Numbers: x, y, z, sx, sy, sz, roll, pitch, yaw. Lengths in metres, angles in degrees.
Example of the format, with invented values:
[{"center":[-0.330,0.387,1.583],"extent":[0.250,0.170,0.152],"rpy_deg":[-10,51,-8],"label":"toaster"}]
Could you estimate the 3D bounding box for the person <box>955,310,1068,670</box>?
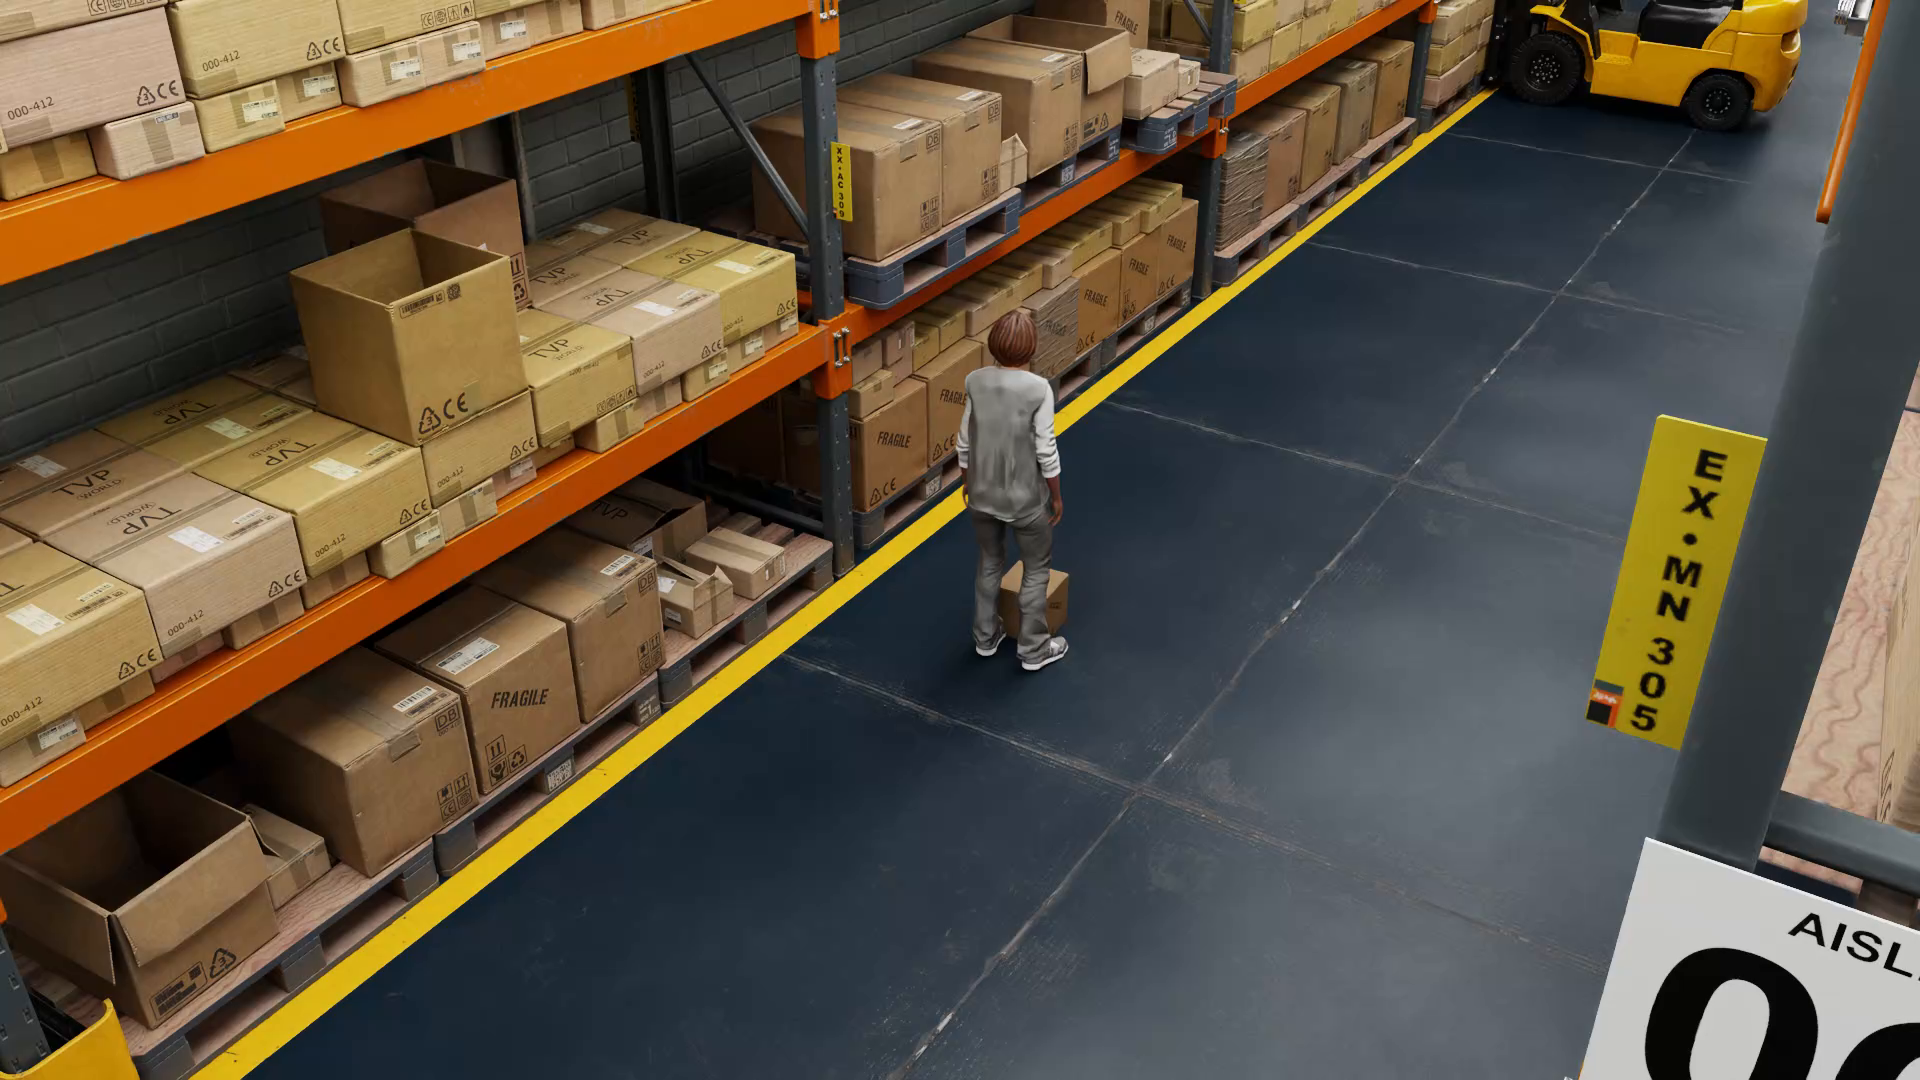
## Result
[{"center":[0.213,-0.184,6.951],"extent":[0.473,1.592,0.351],"rpy_deg":[14,34,22],"label":"person"}]
